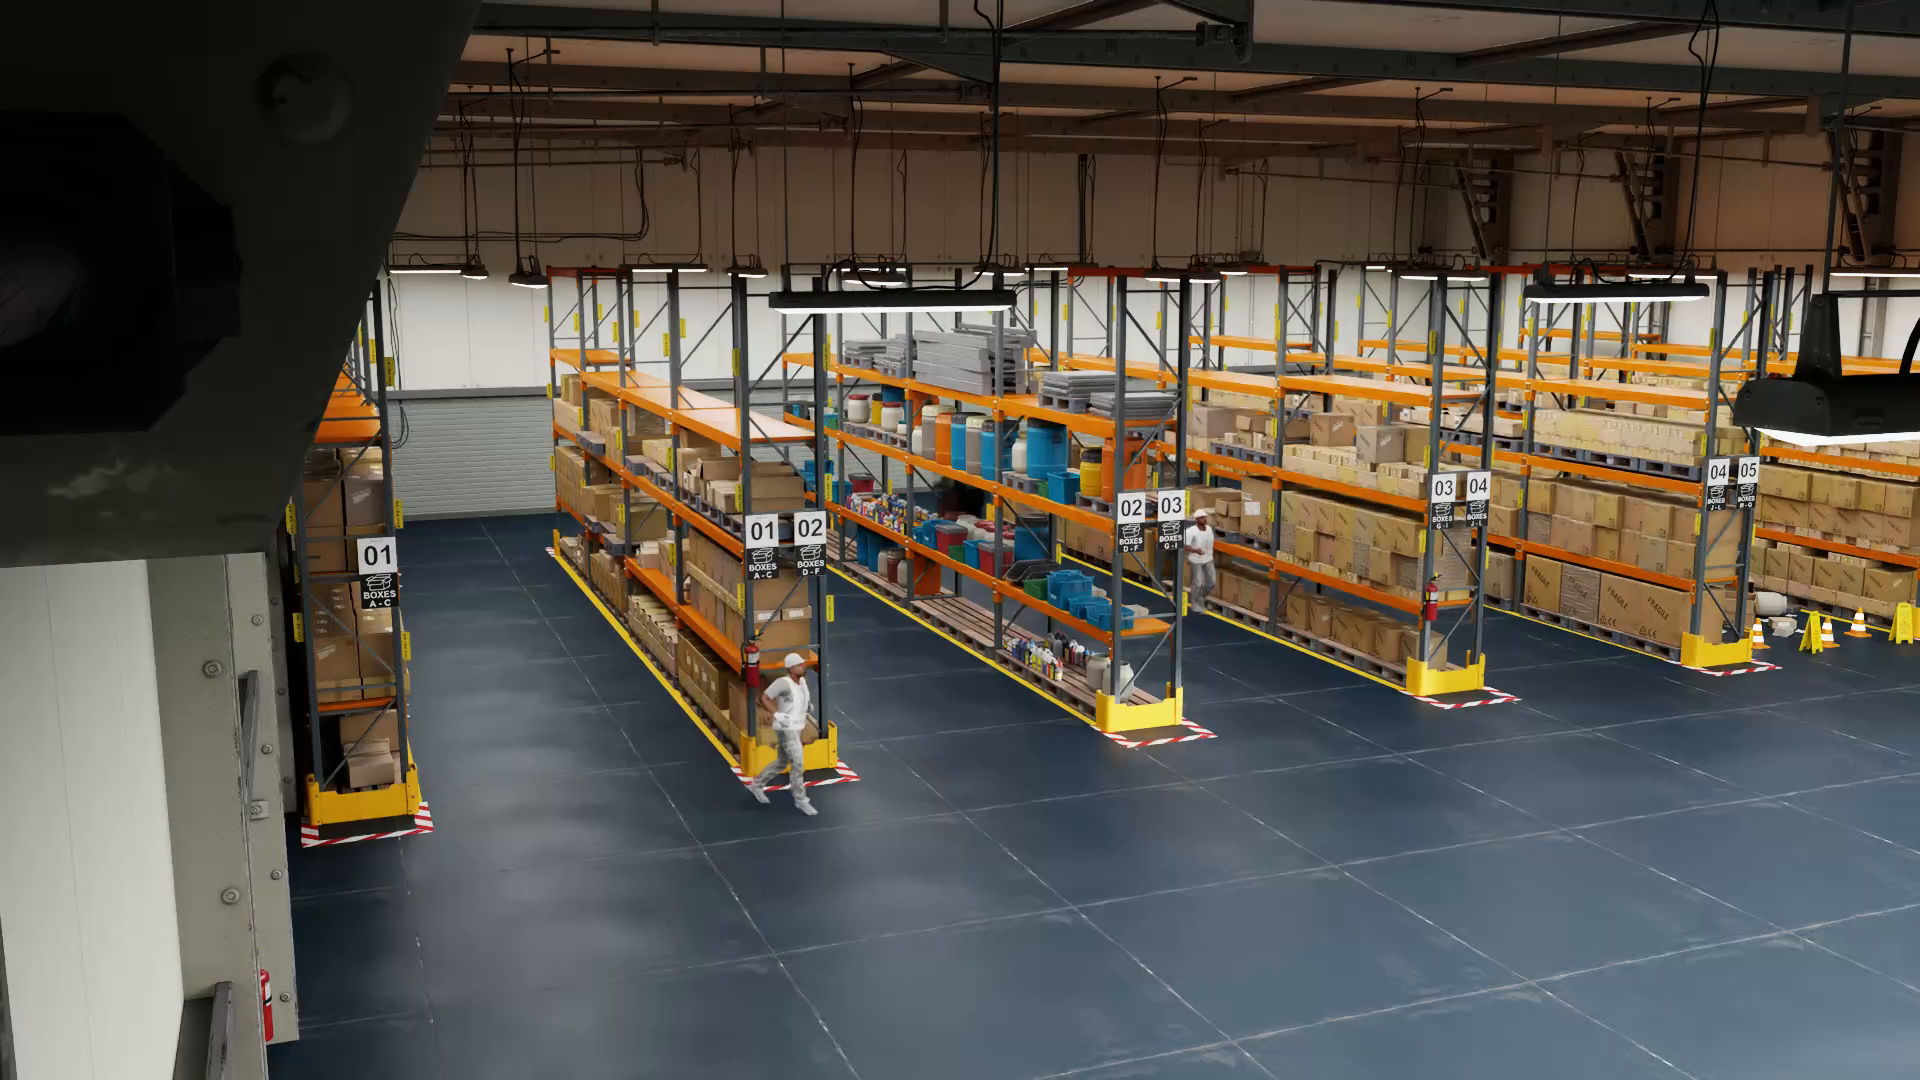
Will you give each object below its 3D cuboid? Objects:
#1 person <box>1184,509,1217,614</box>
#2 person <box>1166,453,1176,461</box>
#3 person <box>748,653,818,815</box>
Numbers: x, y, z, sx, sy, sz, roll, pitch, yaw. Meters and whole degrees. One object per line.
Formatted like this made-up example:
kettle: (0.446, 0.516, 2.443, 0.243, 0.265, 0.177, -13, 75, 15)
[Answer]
person: (4.079, 0.378, 27.861, 0.686, 1.786, 0.597, -5, 11, -26)
person: (5.159, -1.674, 41.596, 0.545, 1.672, 0.718, 0, 10, -2)
person: (-1.972, 2.183, 19.098, 0.897, 1.804, 0.698, 3, 10, 15)
